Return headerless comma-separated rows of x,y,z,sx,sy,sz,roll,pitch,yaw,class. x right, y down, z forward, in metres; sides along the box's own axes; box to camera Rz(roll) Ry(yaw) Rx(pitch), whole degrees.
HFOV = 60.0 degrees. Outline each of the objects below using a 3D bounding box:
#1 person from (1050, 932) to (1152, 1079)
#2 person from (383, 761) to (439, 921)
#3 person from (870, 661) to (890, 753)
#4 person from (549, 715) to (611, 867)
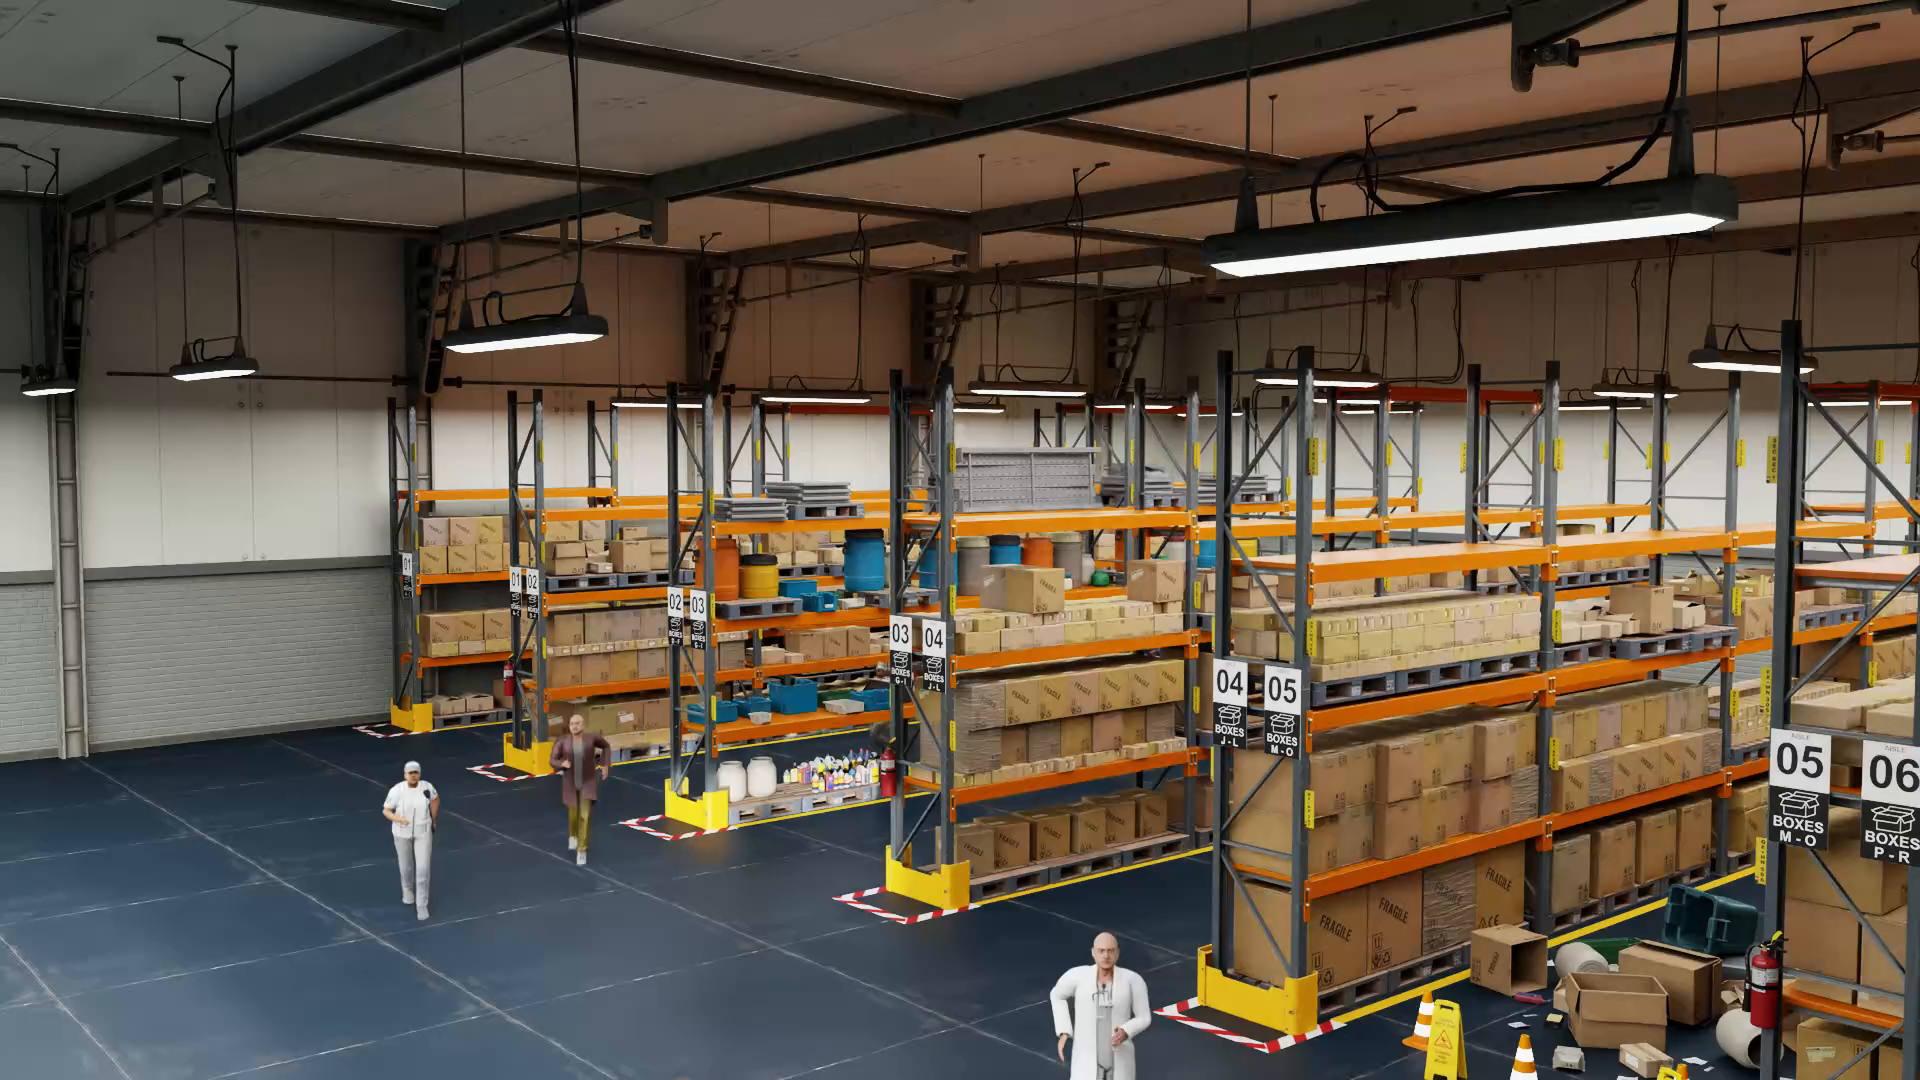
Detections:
0.986,3.601,11.511,0.682,1.744,0.707,0,3,-1,person
-6.032,3.267,18.303,0.598,1.697,0.851,-1,4,-19,person
-1.248,2.773,26.639,0.603,1.658,0.579,-2,4,-37,person
-4.719,3.072,20.704,0.729,1.840,0.988,0,3,-4,person
